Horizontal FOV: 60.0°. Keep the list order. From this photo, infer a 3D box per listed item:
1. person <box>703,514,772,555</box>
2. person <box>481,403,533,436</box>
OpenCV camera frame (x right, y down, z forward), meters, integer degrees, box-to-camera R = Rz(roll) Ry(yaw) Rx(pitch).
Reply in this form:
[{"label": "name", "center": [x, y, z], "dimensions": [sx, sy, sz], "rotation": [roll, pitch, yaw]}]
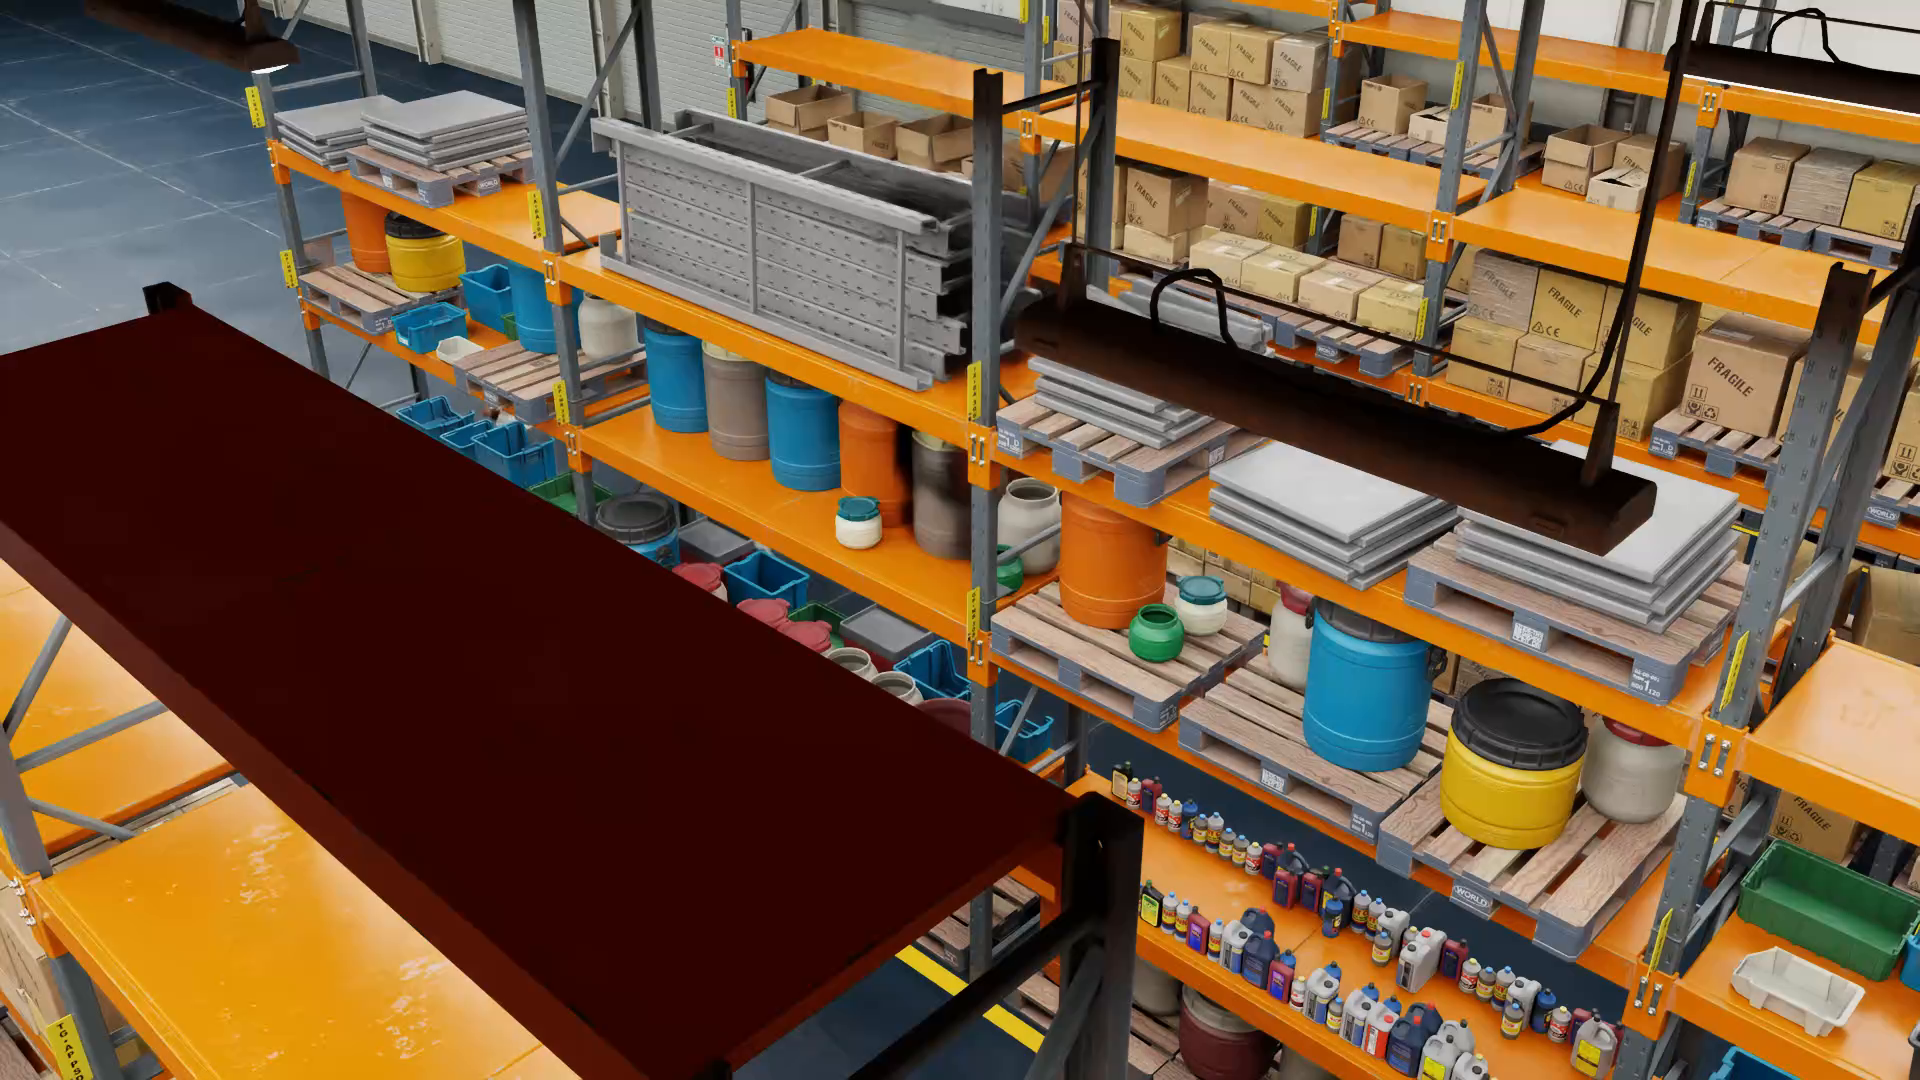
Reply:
[{"label": "person", "center": [-2.148, -0.473, 15.343], "dimensions": [0.930, 1.701, 0.587], "rotation": [21, 36, 33]}, {"label": "person", "center": [-4.358, -1.125, 16.456], "dimensions": [0.884, 1.753, 0.729], "rotation": [13, 32, 22]}]
